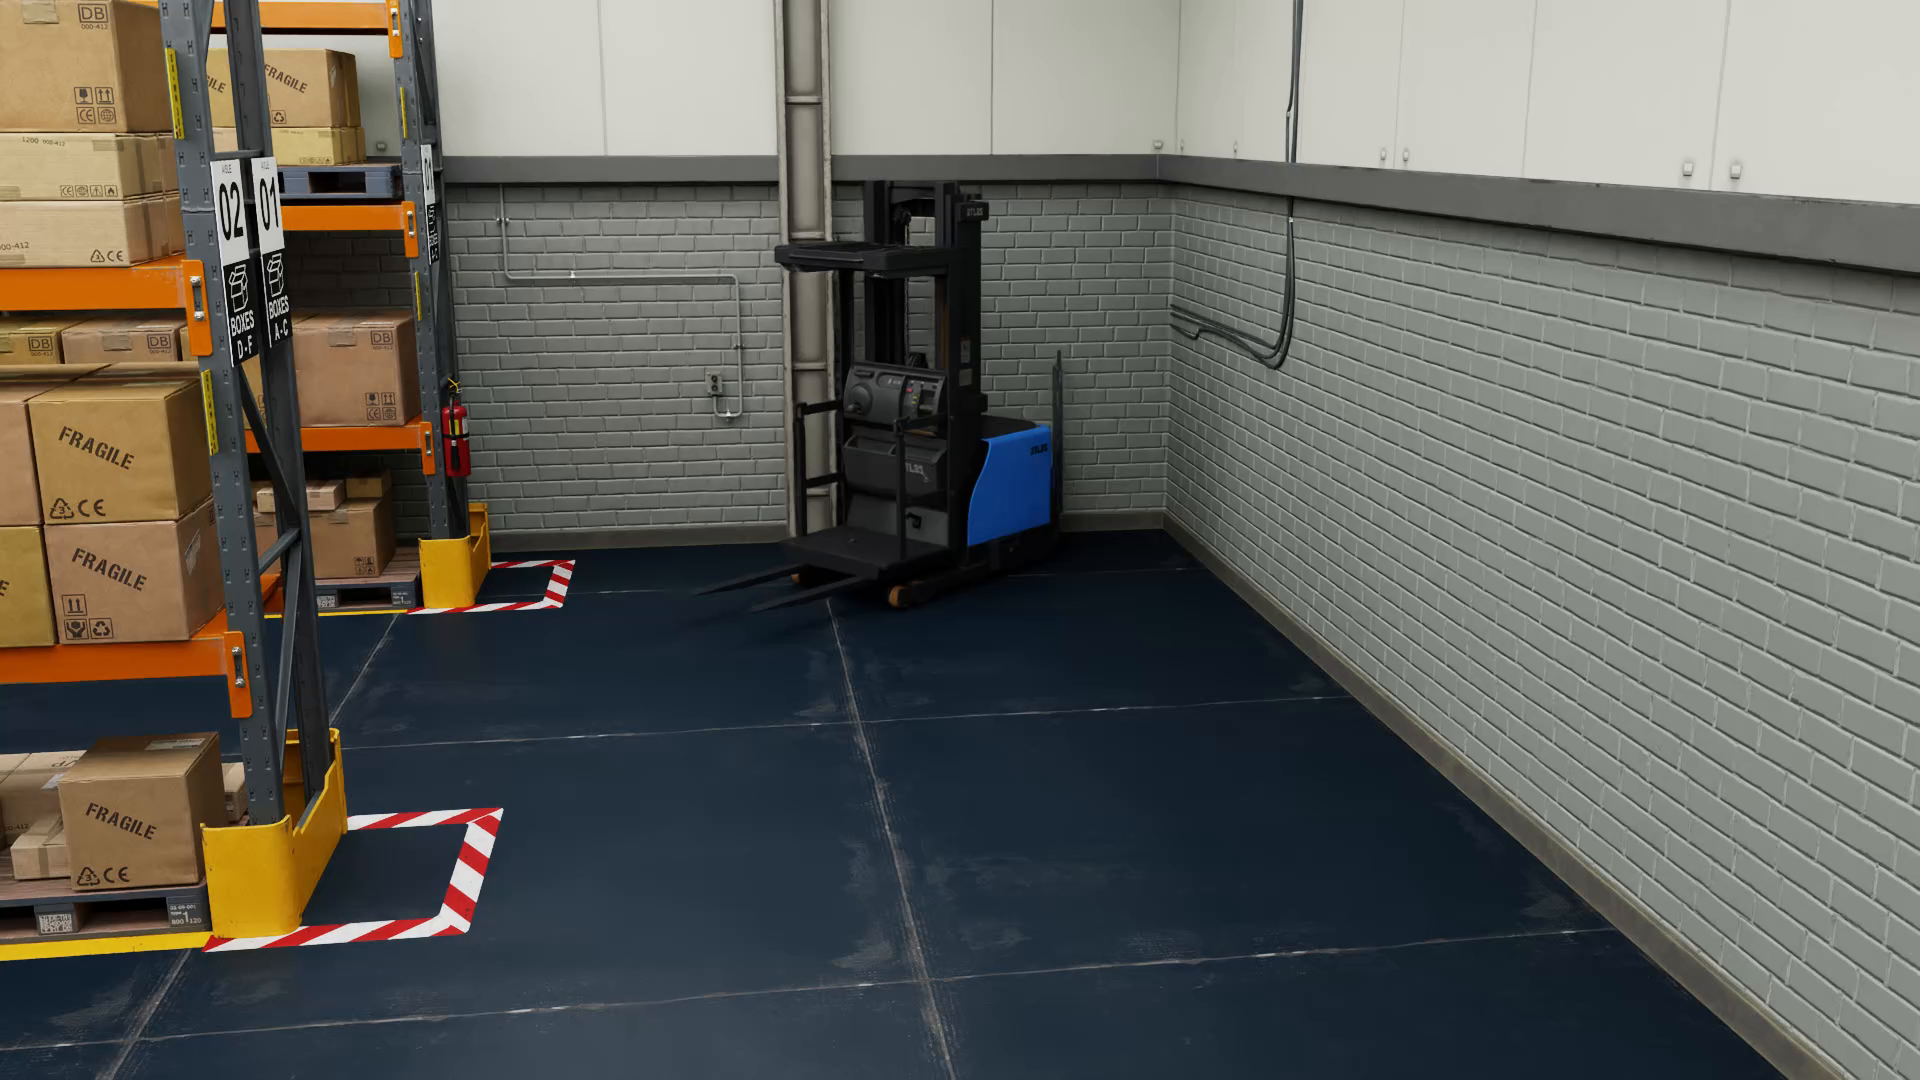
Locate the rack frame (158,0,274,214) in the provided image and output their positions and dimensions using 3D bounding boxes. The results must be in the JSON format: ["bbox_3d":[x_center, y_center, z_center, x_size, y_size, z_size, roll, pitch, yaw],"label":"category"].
[{"bbox_3d":[-3.001,-2.829,6.502,0.127,3.000,1.000,-2,14,-8],"label":"rack frame"}]

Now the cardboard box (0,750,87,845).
[{"bbox_3d":[-4.076,1.171,7.634,0.500,0.250,0.500,-2,14,-8],"label":"cardboard box"}]

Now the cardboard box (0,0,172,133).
[{"bbox_3d":[-3.507,-1.885,6.643,0.500,0.500,0.700,-2,14,-8],"label":"cardboard box"}]

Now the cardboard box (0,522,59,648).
[{"bbox_3d":[-3.916,0.134,6.815,0.500,0.500,0.500,-2,14,-8],"label":"cardboard box"}]

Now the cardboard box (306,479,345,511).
[{"bbox_3d":[-4.520,-0.318,11.766,0.250,0.149,0.380,-2,14,-9],"label":"cardboard box"}]

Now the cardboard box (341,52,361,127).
[{"bbox_3d":[-4.501,-3.140,11.607,0.500,0.500,0.500,-3,14,-10],"label":"cardboard box"}]

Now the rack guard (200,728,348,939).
[{"bbox_3d":[-3.076,1.296,7.524,0.348,0.500,1.175,-2,14,-8],"label":"rack guard"}]

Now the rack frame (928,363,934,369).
[{"bbox_3d":[-0.210,-0.778,13.663,0.032,1.500,0.500,1,21,8],"label":"rack frame"}]

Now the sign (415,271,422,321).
[{"bbox_3d":[-3.676,-1.656,11.290,0.005,0.325,0.100,-2,14,-8],"label":"sign"}]

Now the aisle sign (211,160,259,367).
[{"bbox_3d":[-2.888,-1.108,6.631,0.004,0.787,0.394,-2,14,-8],"label":"aisle sign"}]

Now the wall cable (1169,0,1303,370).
[{"bbox_3d":[1.903,-2.633,12.105,0.112,2.526,3.097,-2,14,-8],"label":"wall cable"}]

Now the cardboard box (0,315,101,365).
[{"bbox_3d":[-6.437,-1.152,11.531,0.700,0.700,0.980,-2,14,-10],"label":"cardboard box"}]

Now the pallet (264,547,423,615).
[{"bbox_3d":[-4.522,0.290,12.131,1.213,0.211,1.003,-2,14,-8],"label":"pallet"}]

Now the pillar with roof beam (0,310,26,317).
[{"bbox_3d":[-6.494,-3.073,7.476,0.400,9.000,9.100,-2,14,-8],"label":"pillar with roof beam"}]

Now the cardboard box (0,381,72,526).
[{"bbox_3d":[-3.900,-0.351,6.696,0.500,0.500,0.500,-2,14,-7],"label":"cardboard box"}]

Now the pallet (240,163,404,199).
[{"bbox_3d":[-4.475,-2.493,11.511,1.213,0.211,1.003,-2,14,-8],"label":"pallet"}]

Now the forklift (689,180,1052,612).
[{"bbox_3d":[-0.618,-1.070,11.962,1.130,2.935,3.031,12,18,39],"label":"forklift"}]

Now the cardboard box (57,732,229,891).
[{"bbox_3d":[-3.502,1.159,7.167,0.500,0.500,0.500,-2,14,-8],"label":"cardboard box"}]

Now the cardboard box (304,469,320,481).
[{"bbox_3d":[-4.827,-0.401,12.095,0.250,0.149,0.380,-2,14,-8],"label":"cardboard box"}]

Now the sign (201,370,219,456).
[{"bbox_3d":[-2.938,-0.499,6.517,0.005,0.325,0.100,-2,14,-8],"label":"sign"}]

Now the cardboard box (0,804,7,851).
[{"bbox_3d":[-4.446,1.308,7.089,0.500,0.250,0.500,-2,14,-8],"label":"cardboard box"}]

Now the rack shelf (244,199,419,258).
[{"bbox_3d":[-5.721,-2.144,11.416,4.000,0.370,1.077,-2,14,-8],"label":"rack shelf"}]

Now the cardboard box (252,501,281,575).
[{"bbox_3d":[-4.915,-0.034,11.966,0.500,0.500,0.700,-2,14,-8],"label":"cardboard box"}]

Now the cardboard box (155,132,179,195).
[{"bbox_3d":[-3.548,-1.587,6.999,0.500,0.250,0.500,-2,14,-8],"label":"cardboard box"}]

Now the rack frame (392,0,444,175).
[{"bbox_3d":[-3.743,-4.020,11.252,0.127,3.000,1.000,-2,14,-8],"label":"rack frame"}]

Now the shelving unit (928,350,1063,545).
[{"bbox_3d":[0.293,-0.765,13.588,1.048,1.500,0.538,1,21,8],"label":"shelving unit"}]

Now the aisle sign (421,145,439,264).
[{"bbox_3d":[-3.627,-2.302,11.389,0.004,0.787,0.394,-2,14,-8],"label":"aisle sign"}]

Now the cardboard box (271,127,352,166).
[{"bbox_3d":[-4.428,-2.654,11.212,0.500,0.250,0.500,-2,14,-7],"label":"cardboard box"}]

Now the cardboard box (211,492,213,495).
[{"bbox_3d":[-3.479,-0.015,7.408,0.500,0.500,0.500,-2,14,-7],"label":"cardboard box"}]

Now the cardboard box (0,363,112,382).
[{"bbox_3d":[-3.995,-0.479,7.204,0.500,0.500,0.500,-2,14,-8],"label":"cardboard box"}]

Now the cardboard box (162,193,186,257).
[{"bbox_3d":[-3.547,-1.343,7.054,0.500,0.250,0.500,-2,14,-8],"label":"cardboard box"}]

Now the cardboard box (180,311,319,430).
[{"bbox_3d":[-4.964,-1.206,11.747,0.700,0.700,0.980,-2,14,-9],"label":"cardboard box"}]

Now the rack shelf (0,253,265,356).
[{"bbox_3d":[-4.979,-0.952,6.665,4.000,0.370,1.077,-2,14,-8],"label":"rack shelf"}]

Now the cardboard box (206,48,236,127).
[{"bbox_3d":[-4.923,-3.001,11.052,0.500,0.500,0.500,-2,14,-7],"label":"cardboard box"}]
